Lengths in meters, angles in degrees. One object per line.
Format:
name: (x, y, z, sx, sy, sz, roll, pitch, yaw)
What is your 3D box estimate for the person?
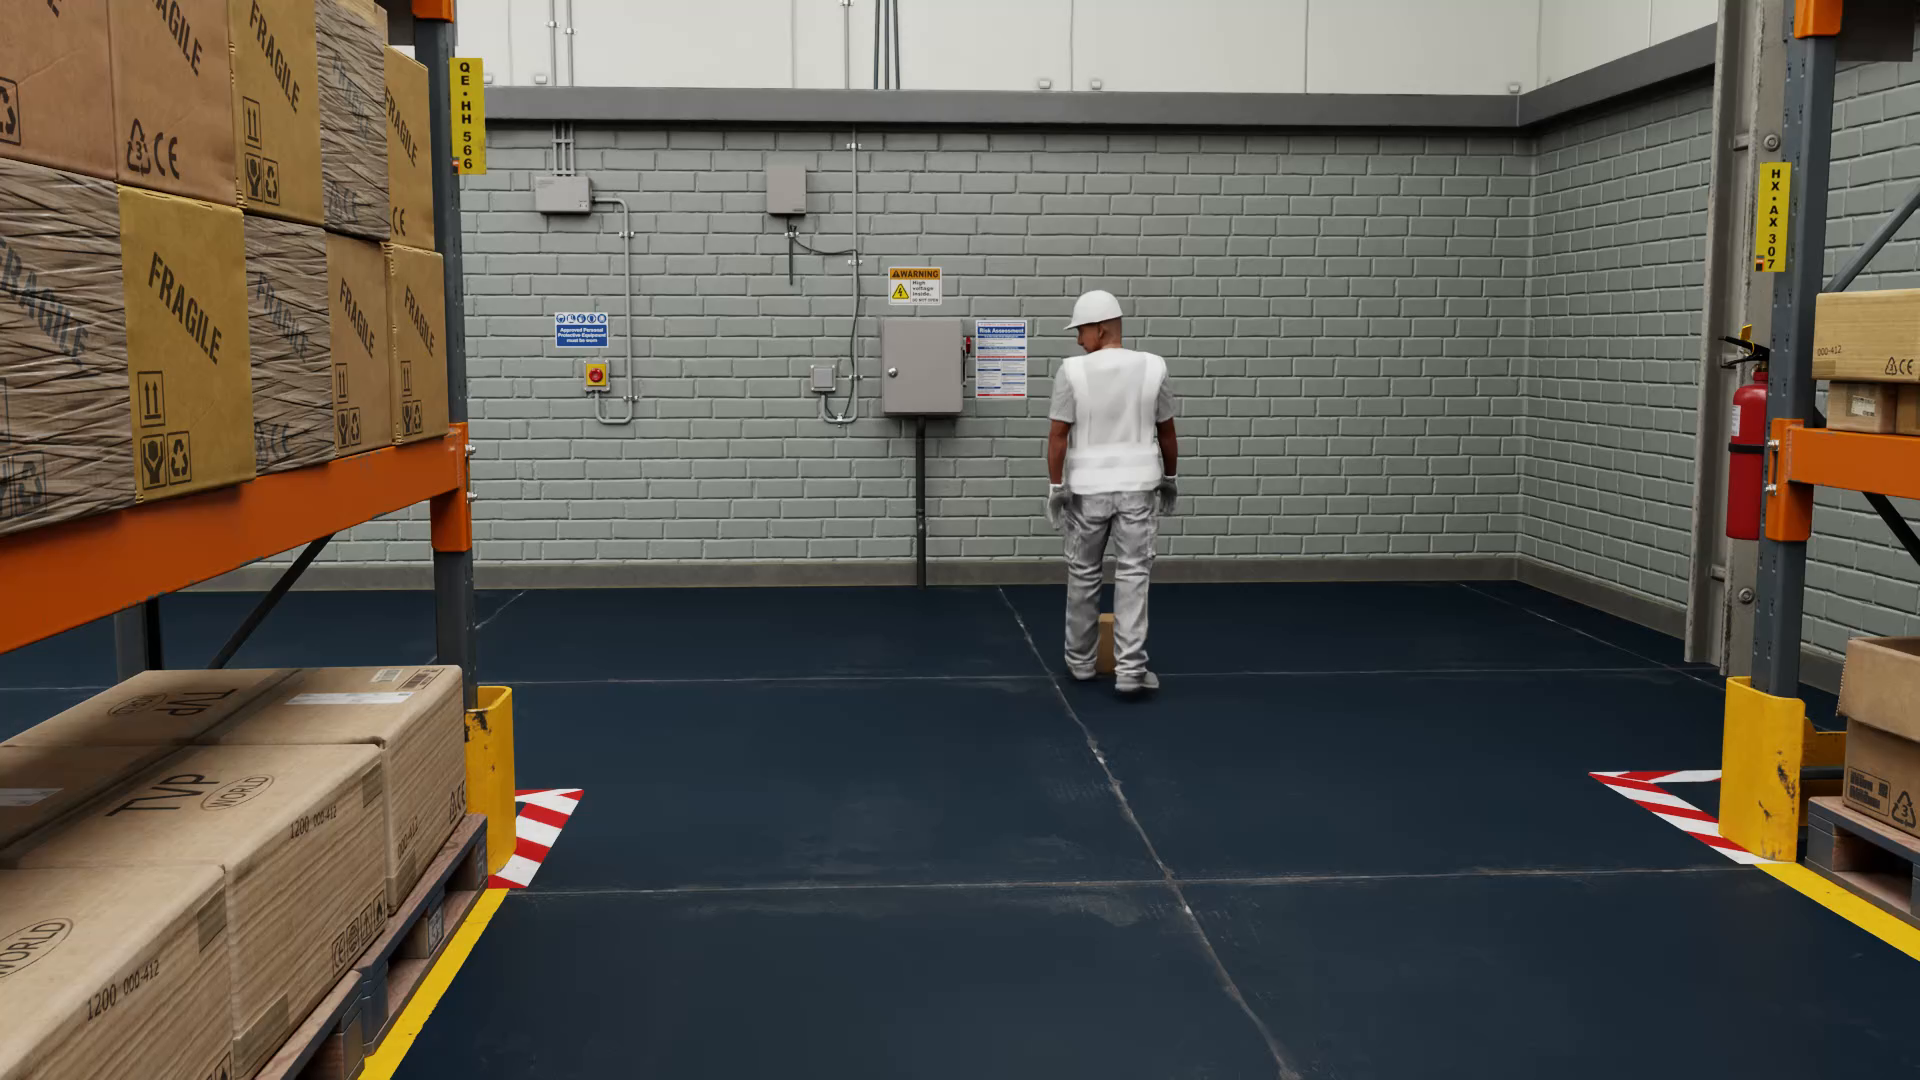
person: (0.688, -0.223, 7.464, 0.597, 1.774, 0.779, 0, 7, 2)
